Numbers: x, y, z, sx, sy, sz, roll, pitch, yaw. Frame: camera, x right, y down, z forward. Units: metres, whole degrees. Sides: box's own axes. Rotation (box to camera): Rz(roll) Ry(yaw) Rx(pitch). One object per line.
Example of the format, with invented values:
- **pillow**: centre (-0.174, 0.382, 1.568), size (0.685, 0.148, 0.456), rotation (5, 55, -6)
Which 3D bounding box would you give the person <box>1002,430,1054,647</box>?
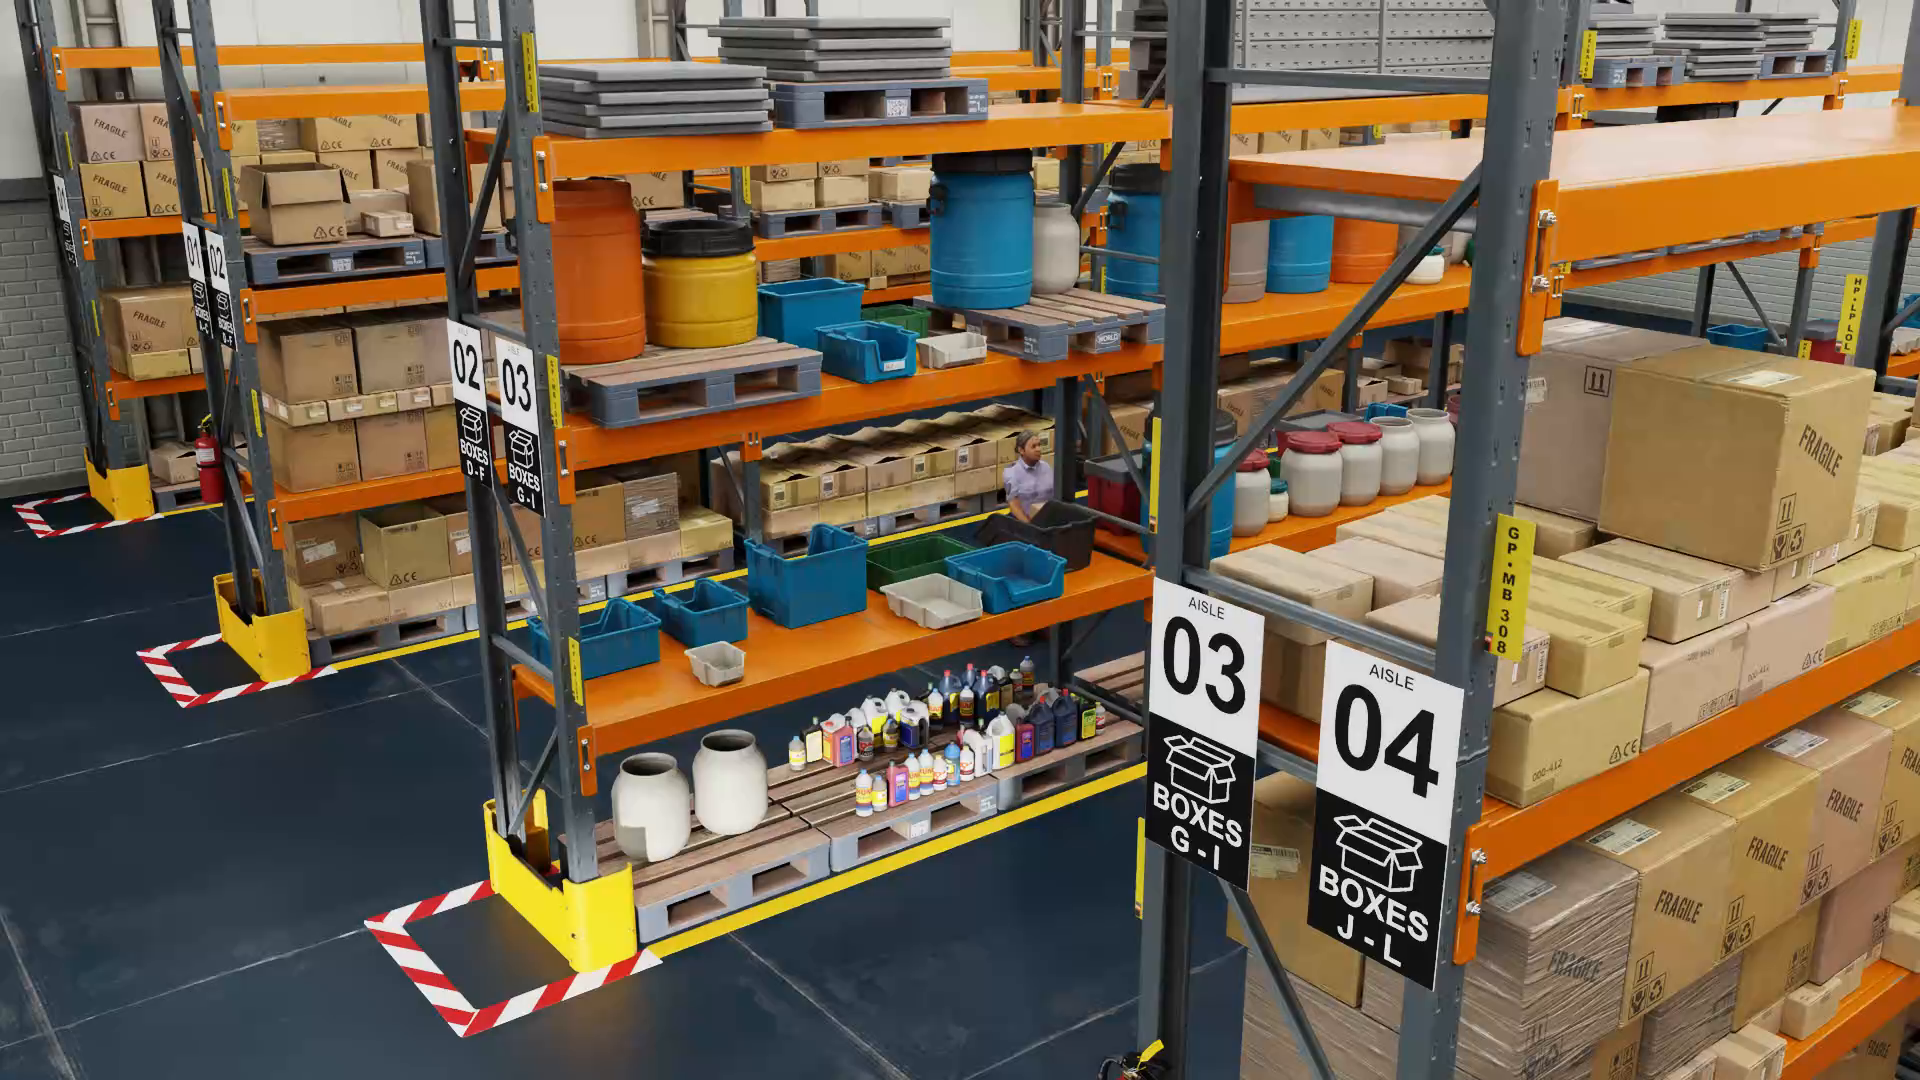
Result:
- **person**: centre (0.581, -0.008, 12.622), size (0.453, 1.637, 0.517), rotation (-13, 22, -35)
